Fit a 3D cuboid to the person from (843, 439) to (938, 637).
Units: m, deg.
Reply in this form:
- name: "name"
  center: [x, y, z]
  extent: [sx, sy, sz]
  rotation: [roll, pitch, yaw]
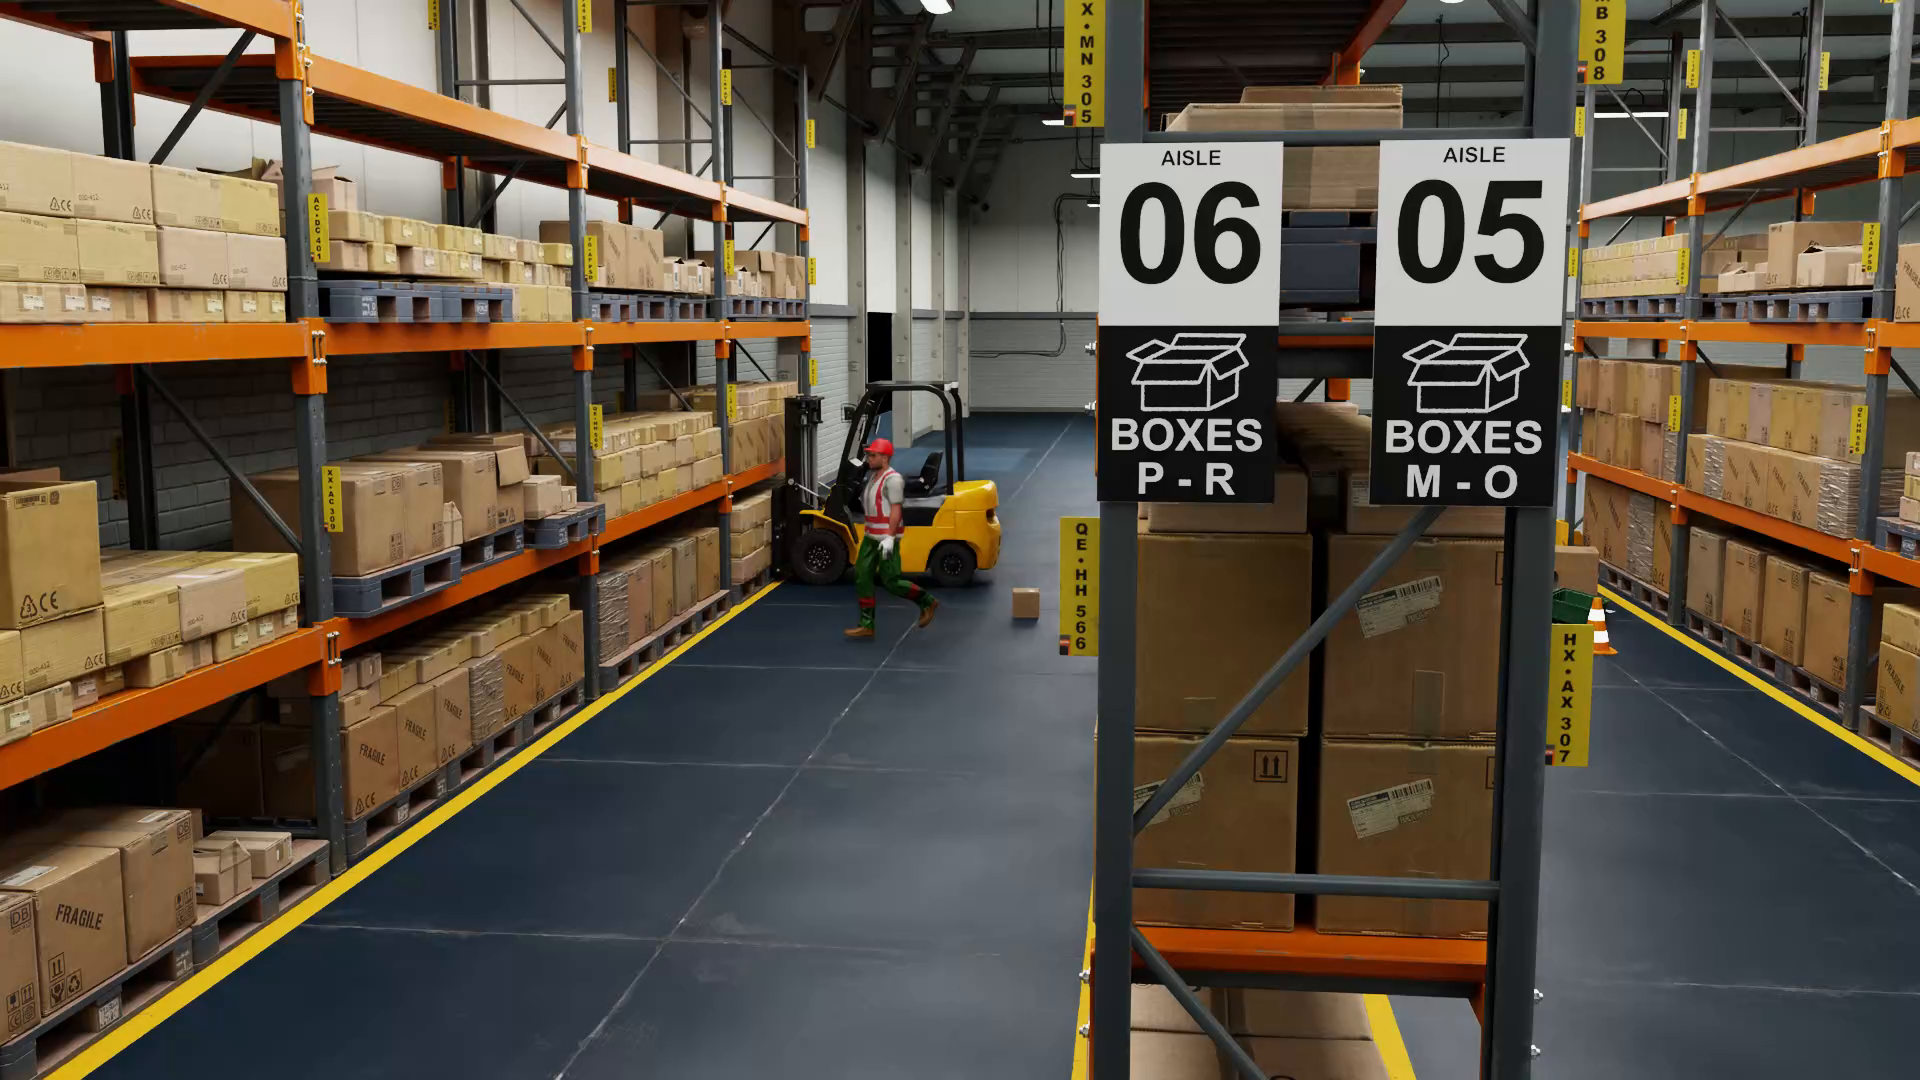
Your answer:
- name: "person"
  center: [-0.632, -0.021, 14.793]
  extent: [0.855, 1.764, 0.539]
  rotation: [-5, 9, -32]
